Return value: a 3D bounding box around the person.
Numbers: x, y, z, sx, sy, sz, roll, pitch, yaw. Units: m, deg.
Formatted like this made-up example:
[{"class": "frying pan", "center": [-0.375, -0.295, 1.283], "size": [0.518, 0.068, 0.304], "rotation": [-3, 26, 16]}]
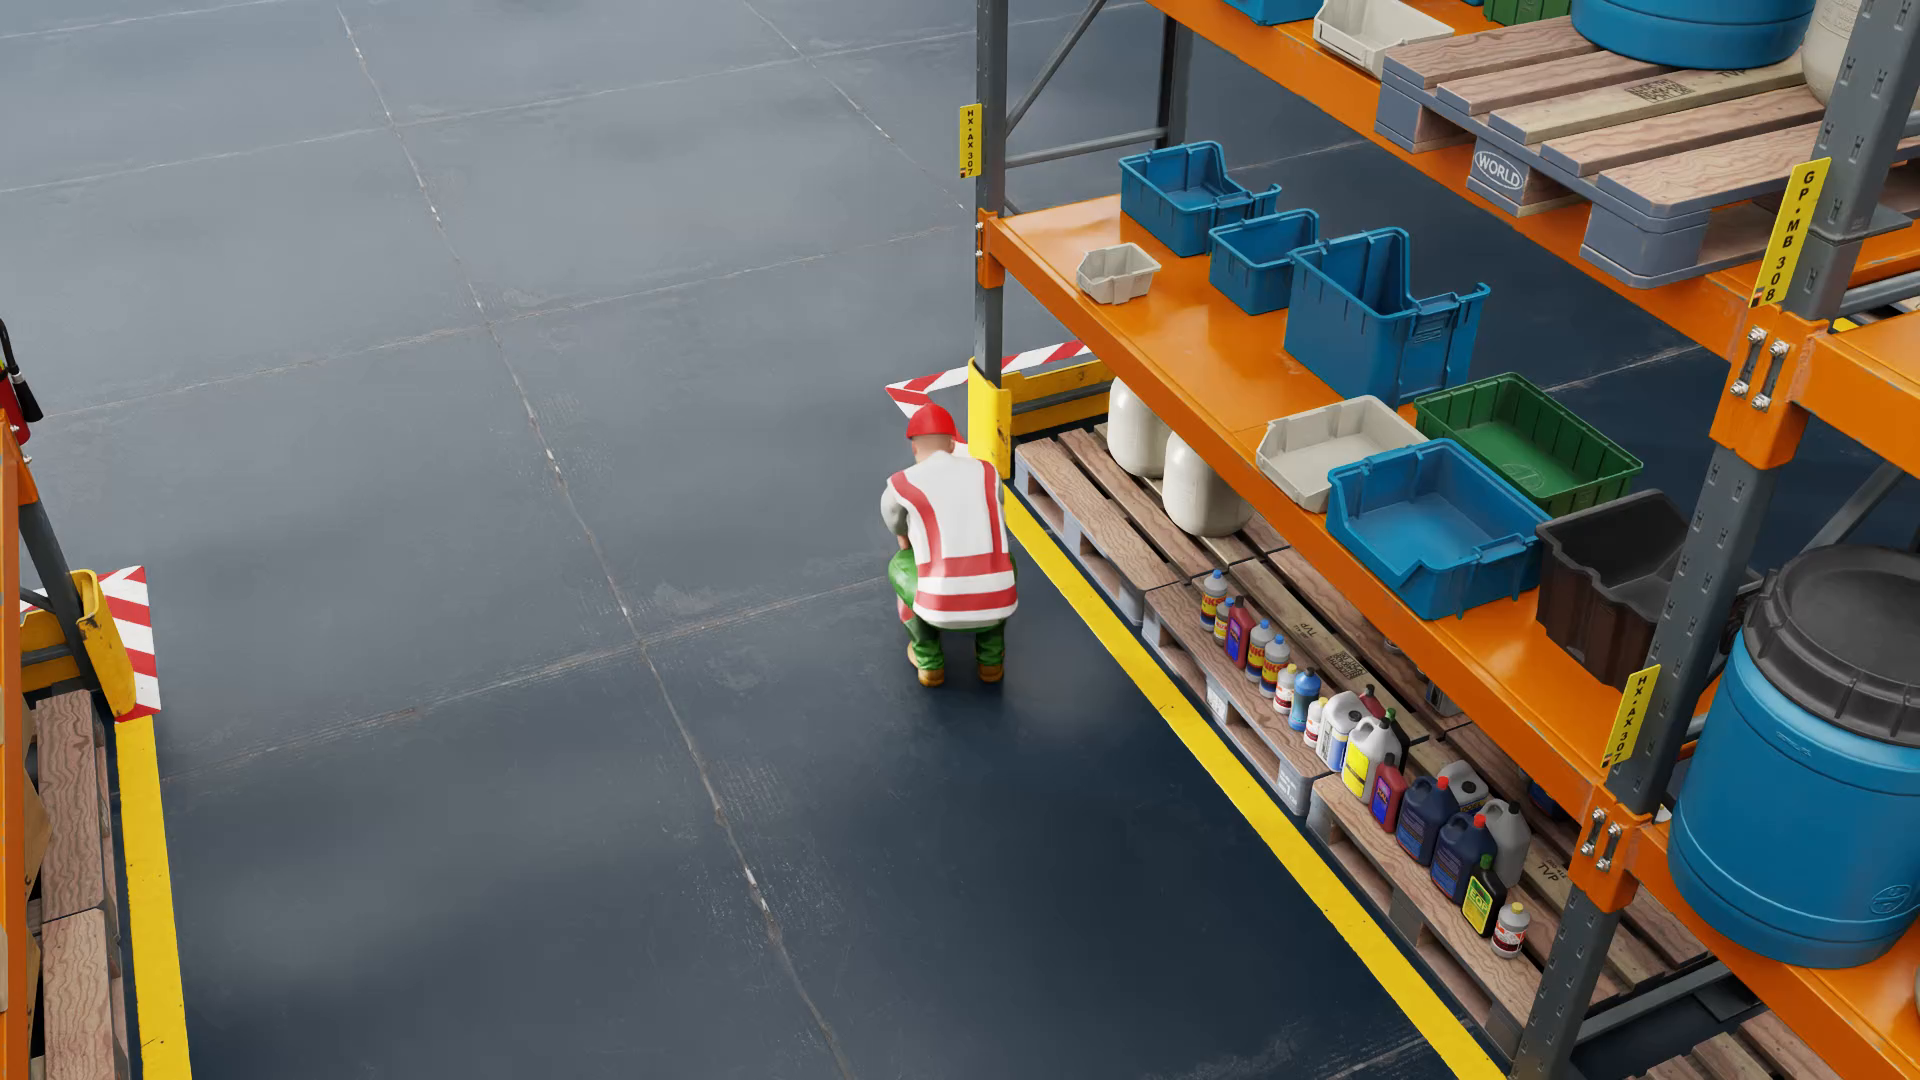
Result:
[{"class": "person", "center": [-0.038, 0.030, 6.748], "size": [0.544, 1.008, 0.897], "rotation": [-4, 37, -6]}]
